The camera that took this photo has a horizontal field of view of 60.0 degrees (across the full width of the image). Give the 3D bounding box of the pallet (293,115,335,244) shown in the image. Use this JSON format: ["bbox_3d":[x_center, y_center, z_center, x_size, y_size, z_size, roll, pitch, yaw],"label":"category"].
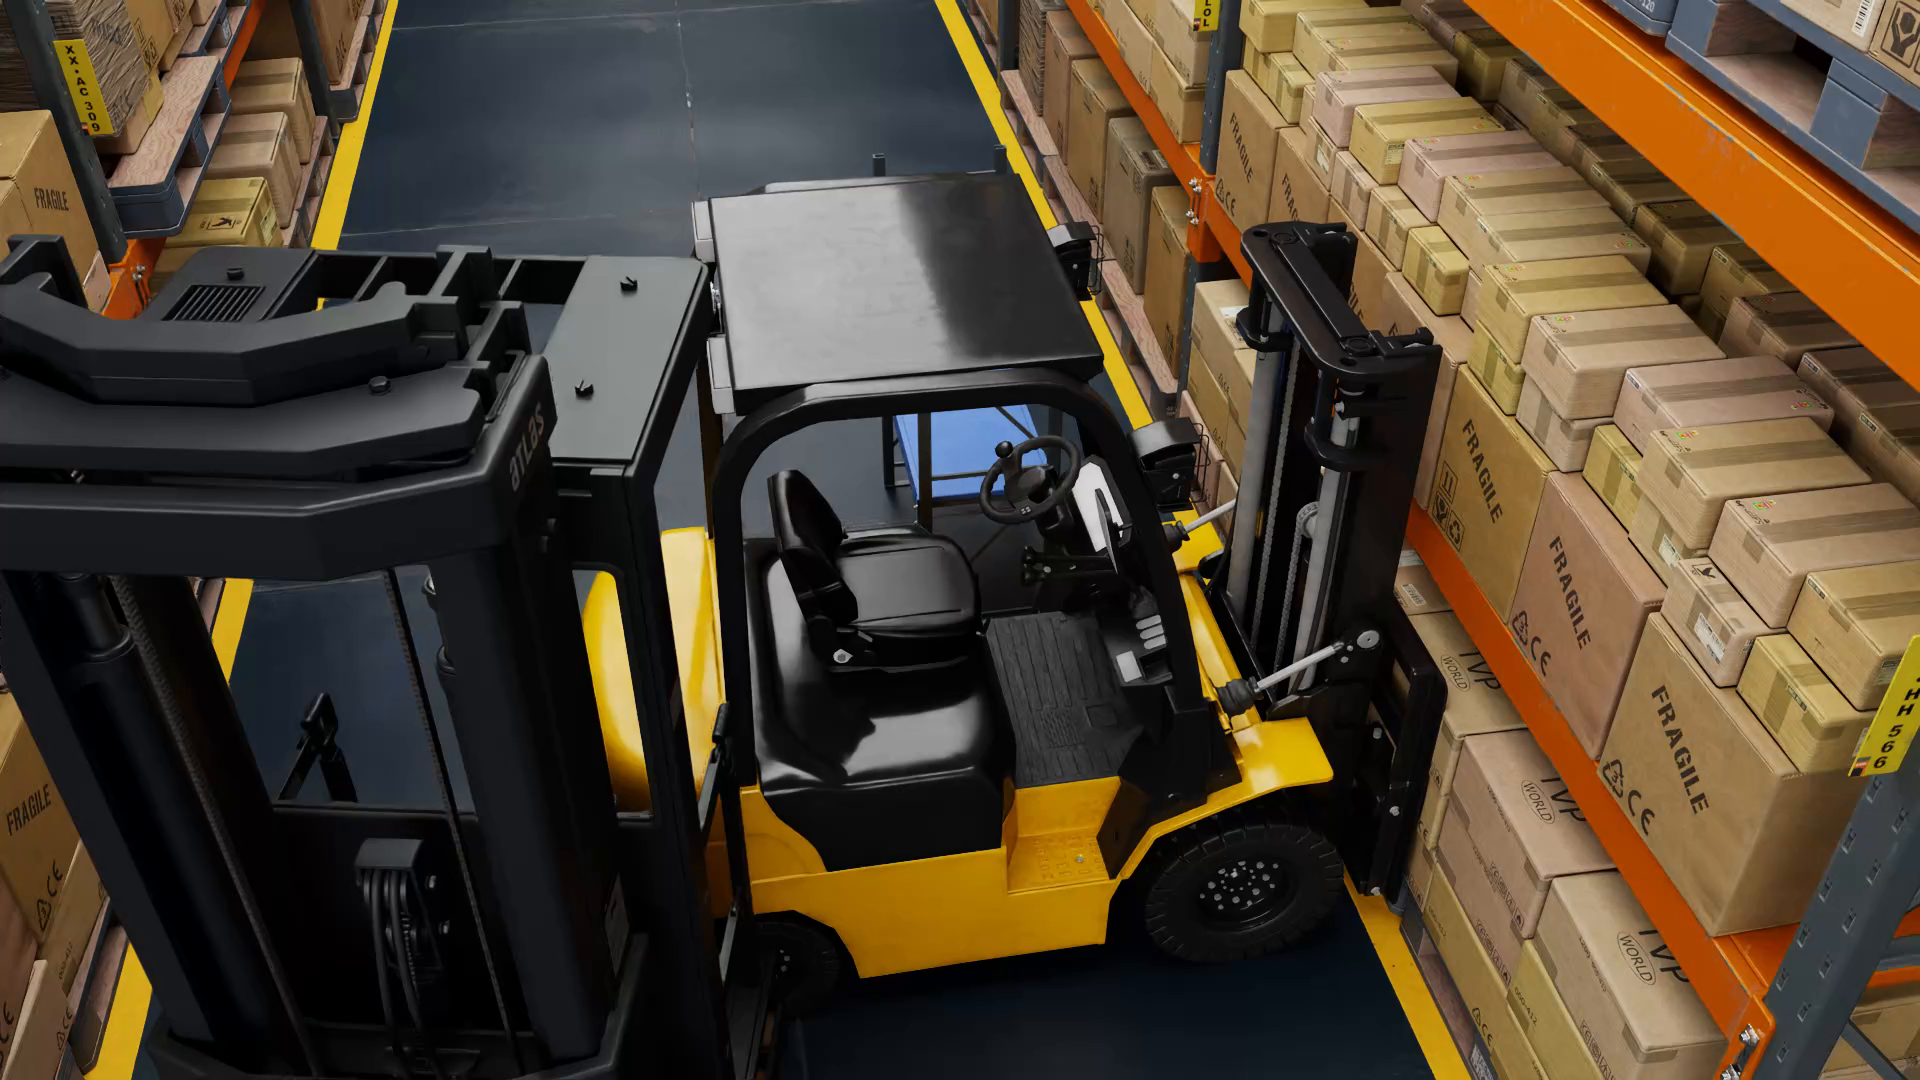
[{"bbox_3d":[-4.018,-1.942,9.078,1.003,0.211,1.213,-6,38,-8],"label":"pallet"}]

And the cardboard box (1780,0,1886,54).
[{"bbox_3d":[1.691,-0.978,2.900,0.380,0.149,0.250,-7,38,-9],"label":"cardboard box"}]

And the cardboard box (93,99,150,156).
[{"bbox_3d":[-3.238,-1.534,6.142,0.380,0.149,0.250,-6,38,-7],"label":"cardboard box"}]

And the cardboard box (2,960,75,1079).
[{"bbox_3d":[-2.702,1.411,4.388,0.500,0.250,0.500,-5,38,-6],"label":"cardboard box"}]

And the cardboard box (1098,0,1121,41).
[{"bbox_3d":[0.937,-2.459,7.592,0.500,0.250,0.500,-6,38,-8],"label":"cardboard box"}]

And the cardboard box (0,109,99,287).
[{"bbox_3d":[-3.130,-1.015,5.287,0.500,0.500,0.500,-7,38,-9],"label":"cardboard box"}]

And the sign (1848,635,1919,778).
[{"bbox_3d":[1.598,0.280,2.808,0.100,0.325,0.005,-6,38,-8],"label":"sign"}]

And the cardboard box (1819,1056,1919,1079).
[{"bbox_3d":[2.257,1.197,4.256,0.500,0.250,0.500,-6,38,-7],"label":"cardboard box"}]

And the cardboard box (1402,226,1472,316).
[{"bbox_3d":[1.482,-0.774,4.691,0.380,0.149,0.250,-7,38,-9],"label":"cardboard box"}]

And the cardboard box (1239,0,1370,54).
[{"bbox_3d":[1.198,-1.824,5.800,0.380,0.149,0.250,-5,38,-7],"label":"cardboard box"}]

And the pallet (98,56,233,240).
[{"bbox_3d":[-3.443,-1.501,6.393,1.003,0.211,1.213,-6,38,-8],"label":"pallet"}]

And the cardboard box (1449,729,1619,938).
[{"bbox_3d":[1.652,0.753,4.419,0.500,0.250,0.500,-6,38,-7],"label":"cardboard box"}]

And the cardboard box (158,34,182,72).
[{"bbox_3d":[-3.402,-2.008,6.752,0.380,0.149,0.250,-6,38,-7],"label":"cardboard box"}]

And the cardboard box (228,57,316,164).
[{"bbox_3d":[-4.064,-2.301,9.066,0.950,0.372,0.625,-9,39,-11],"label":"cardboard box"}]

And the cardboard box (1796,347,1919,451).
[{"bbox_3d":[2.185,-0.329,3.876,0.380,0.149,0.250,-6,38,-8],"label":"cardboard box"}]

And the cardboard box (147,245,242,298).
[{"bbox_3d":[-3.676,-0.978,7.363,0.950,0.372,0.625,-4,38,-5],"label":"cardboard box"}]

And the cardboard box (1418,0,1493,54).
[{"bbox_3d":[1.790,-1.732,5.682,0.380,0.149,0.250,-7,38,-9],"label":"cardboard box"}]

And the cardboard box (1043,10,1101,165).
[{"bbox_3d":[0.951,-2.507,9.126,0.875,0.625,0.625,-5,38,-6],"label":"cardboard box"}]

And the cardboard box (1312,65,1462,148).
[{"bbox_3d":[1.330,-1.356,5.198,0.380,0.149,0.250,-5,38,-7],"label":"cardboard box"}]

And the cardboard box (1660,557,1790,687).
[{"bbox_3d":[1.724,0.155,3.496,0.380,0.149,0.250,-6,38,-7],"label":"cardboard box"}]

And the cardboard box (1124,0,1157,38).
[{"bbox_3d":[0.999,-2.353,7.048,0.500,0.250,0.500,-7,38,-9],"label":"cardboard box"}]

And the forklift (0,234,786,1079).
[{"bbox_3d":[-1.079,0.492,3.728,1.130,2.935,3.031,2,38,2],"label":"forklift"}]

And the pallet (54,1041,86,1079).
[{"bbox_3d":[-2.872,1.878,4.161,1.003,0.211,1.213,-6,38,-8],"label":"pallet"}]

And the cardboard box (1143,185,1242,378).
[{"bbox_3d":[1.331,-1.177,7.414,0.875,0.625,0.625,-5,38,-6],"label":"cardboard box"}]

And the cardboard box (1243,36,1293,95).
[{"bbox_3d":[1.231,-1.710,5.896,0.380,0.149,0.250,-7,38,-9],"label":"cardboard box"}]

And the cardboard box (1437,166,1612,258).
[{"bbox_3d":[1.563,-0.906,4.618,0.380,0.149,0.250,-6,38,-8],"label":"cardboard box"}]

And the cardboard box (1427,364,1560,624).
[{"bbox_3d":[1.618,-0.152,4.419,0.500,0.500,0.500,-7,38,-9],"label":"cardboard box"}]

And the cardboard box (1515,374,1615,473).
[{"bbox_3d":[1.614,-0.316,4.101,0.380,0.149,0.250,-7,38,-9],"label":"cardboard box"}]

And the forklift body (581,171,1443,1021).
[{"bbox_3d":[0.007,0.167,4.782,2.313,2.155,1.214,-6,38,-8],"label":"forklift body"}]

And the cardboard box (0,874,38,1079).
[{"bbox_3d":[-2.721,1.094,4.184,0.500,0.500,0.500,-8,38,-10],"label":"cardboard box"}]

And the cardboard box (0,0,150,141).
[{"bbox_3d":[-3.252,-1.736,5.873,0.500,0.500,0.500,-5,38,-7],"label":"cardboard box"}]

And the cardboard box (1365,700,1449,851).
[{"bbox_3d":[1.553,0.629,4.987,0.500,0.250,0.500,-7,38,-9],"label":"cardboard box"}]

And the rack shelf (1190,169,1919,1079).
[{"bbox_3d":[1.784,-0.143,5.076,1.077,0.370,4.000,-6,38,-8],"label":"rack shelf"}]

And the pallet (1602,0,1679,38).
[{"bbox_3d":[1.819,-1.537,3.911,1.003,0.211,1.213,-6,38,-8],"label":"pallet"}]

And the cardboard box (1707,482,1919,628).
[{"bbox_3d":[1.791,0.028,3.416,0.380,0.149,0.250,-6,38,-8],"label":"cardboard box"}]

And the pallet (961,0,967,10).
[{"bbox_3d":[0.428,-4.140,11.908,1.003,0.211,1.213,-6,38,-8],"label":"pallet"}]

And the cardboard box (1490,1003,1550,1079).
[{"bbox_3d":[1.742,1.451,4.336,0.500,0.250,0.500,-6,38,-8],"label":"cardboard box"}]

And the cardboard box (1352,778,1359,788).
[{"bbox_3d":[1.472,0.535,5.515,0.500,0.250,0.500,-5,38,-7],"label":"cardboard box"}]

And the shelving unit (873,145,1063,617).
[{"bbox_3d":[0.015,-0.541,6.224,0.538,1.500,1.048,-6,38,-8],"label":"shelving unit"}]

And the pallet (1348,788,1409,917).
[{"bbox_3d":[1.749,0.689,5.691,1.003,0.211,1.213,-6,38,-8],"label":"pallet"}]

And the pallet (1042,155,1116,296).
[{"bbox_3d":[1.049,-1.713,8.783,1.003,0.211,1.213,-6,38,-8],"label":"pallet"}]

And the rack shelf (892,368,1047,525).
[{"bbox_3d":[0.015,-0.399,6.334,0.538,0.185,1.000,-6,38,-8],"label":"rack shelf"}]

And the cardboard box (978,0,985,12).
[{"bbox_3d":[0.369,-3.766,10.847,0.500,0.500,0.500,-7,38,-9],"label":"cardboard box"}]

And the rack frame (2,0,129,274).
[{"bbox_3d":[-3.452,-1.099,5.720,1.000,3.000,0.127,-6,38,-8],"label":"rack frame"}]

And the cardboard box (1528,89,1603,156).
[{"bbox_3d":[1.981,-1.270,5.088,0.380,0.149,0.250,-7,38,-9],"label":"cardboard box"}]

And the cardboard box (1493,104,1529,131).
[{"bbox_3d":[1.943,-1.304,5.373,0.380,0.149,0.250,-6,38,-8],"label":"cardboard box"}]

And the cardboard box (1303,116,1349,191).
[{"bbox_3d":[1.321,-1.243,5.294,0.380,0.149,0.250,-5,38,-7],"label":"cardboard box"}]

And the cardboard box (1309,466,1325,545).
[{"bbox_3d":[1.388,-0.175,5.614,0.500,0.250,0.500,-5,38,-6],"label":"cardboard box"}]

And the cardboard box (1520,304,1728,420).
[{"bbox_3d":[1.593,-0.431,4.007,0.380,0.149,0.250,-5,38,-7],"label":"cardboard box"}]

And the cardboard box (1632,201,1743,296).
[{"bbox_3d":[2.044,-0.796,4.476,0.380,0.149,0.250,-6,38,-8],"label":"cardboard box"}]

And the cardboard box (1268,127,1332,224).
[{"bbox_3d":[1.362,-1.066,5.596,0.500,0.500,0.500,-6,38,-7],"label":"cardboard box"}]
